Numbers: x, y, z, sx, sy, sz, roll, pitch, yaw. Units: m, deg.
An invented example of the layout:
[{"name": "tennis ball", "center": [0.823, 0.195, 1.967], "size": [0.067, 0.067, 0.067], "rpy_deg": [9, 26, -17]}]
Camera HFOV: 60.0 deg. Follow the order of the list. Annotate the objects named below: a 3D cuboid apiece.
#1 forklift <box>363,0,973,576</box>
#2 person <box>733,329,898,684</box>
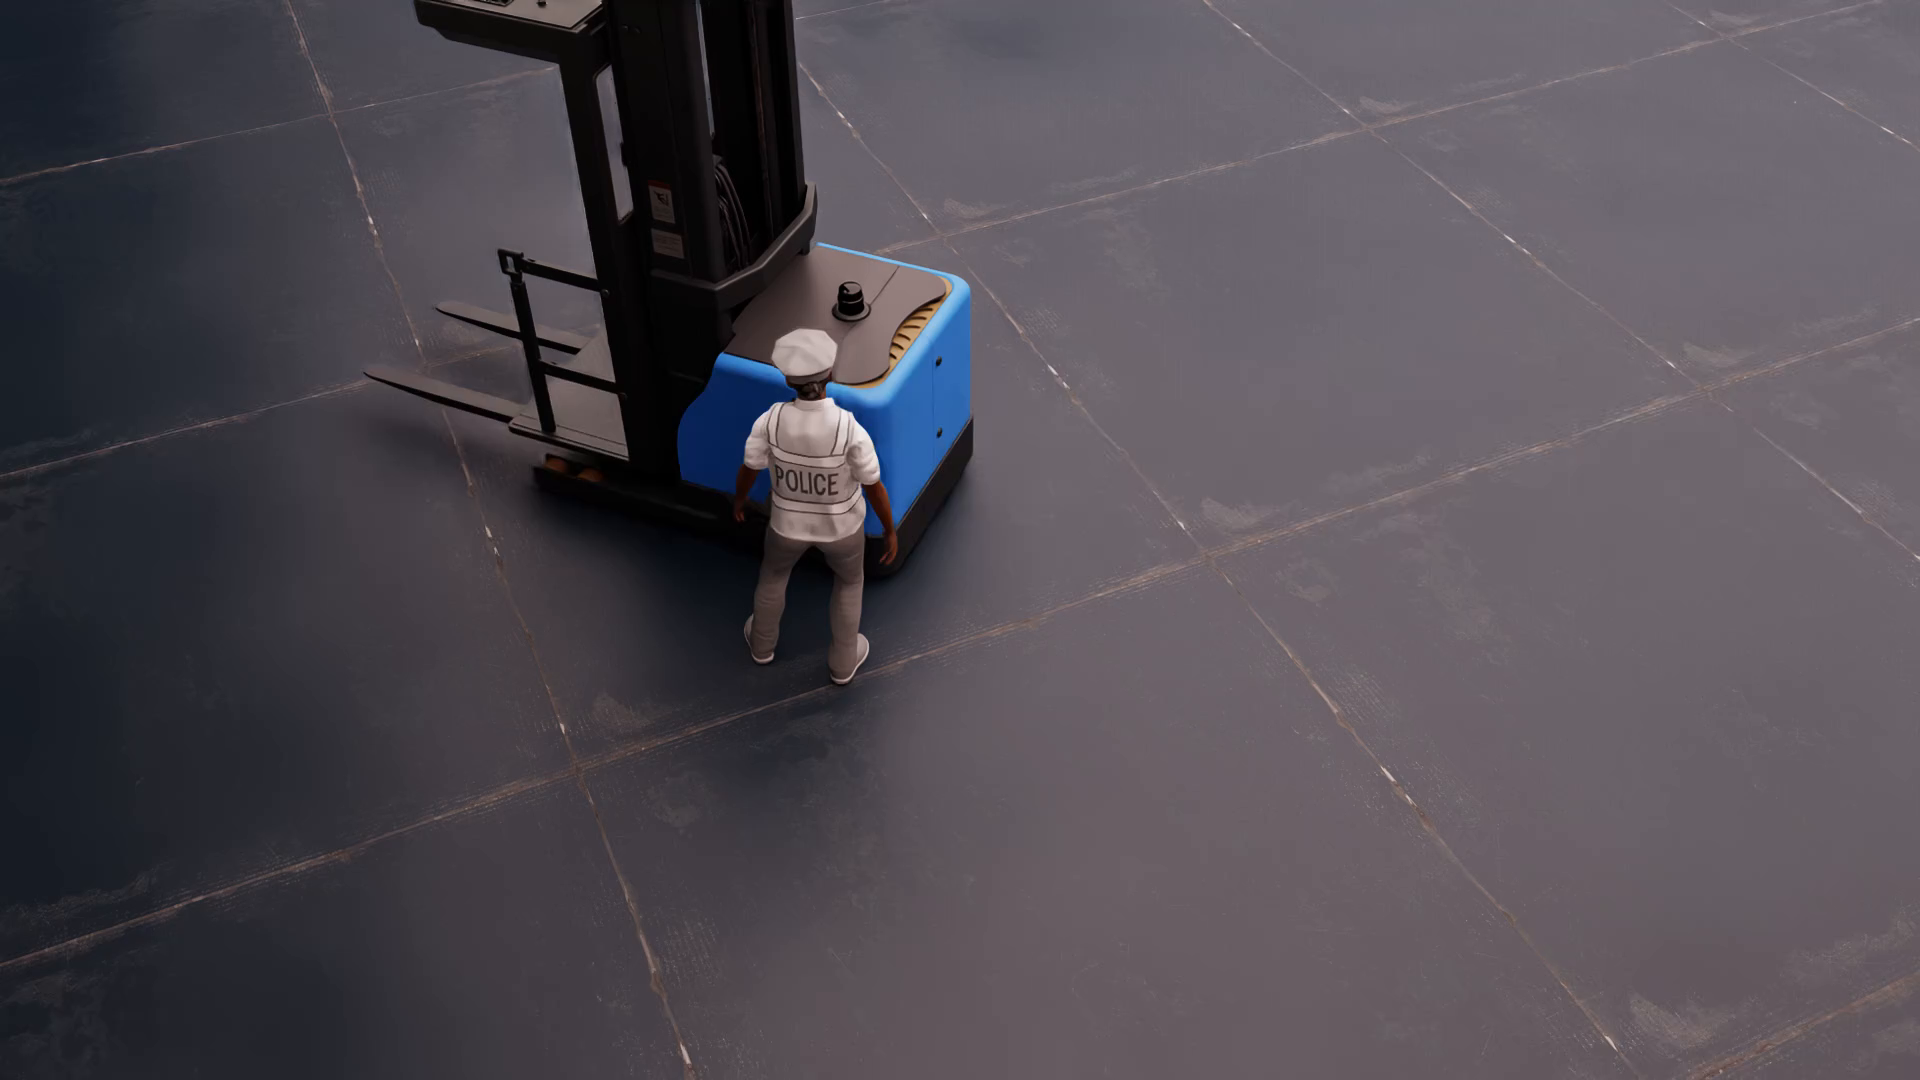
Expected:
[{"name": "forklift", "center": [-1.503, -1.566, 7.358], "size": [3.031, 2.935, 1.130], "rpy_deg": [16, 45, 17]}, {"name": "person", "center": [-0.607, -0.092, 6.734], "size": [0.727, 1.636, 0.377], "rpy_deg": [4, 43, 4]}]
